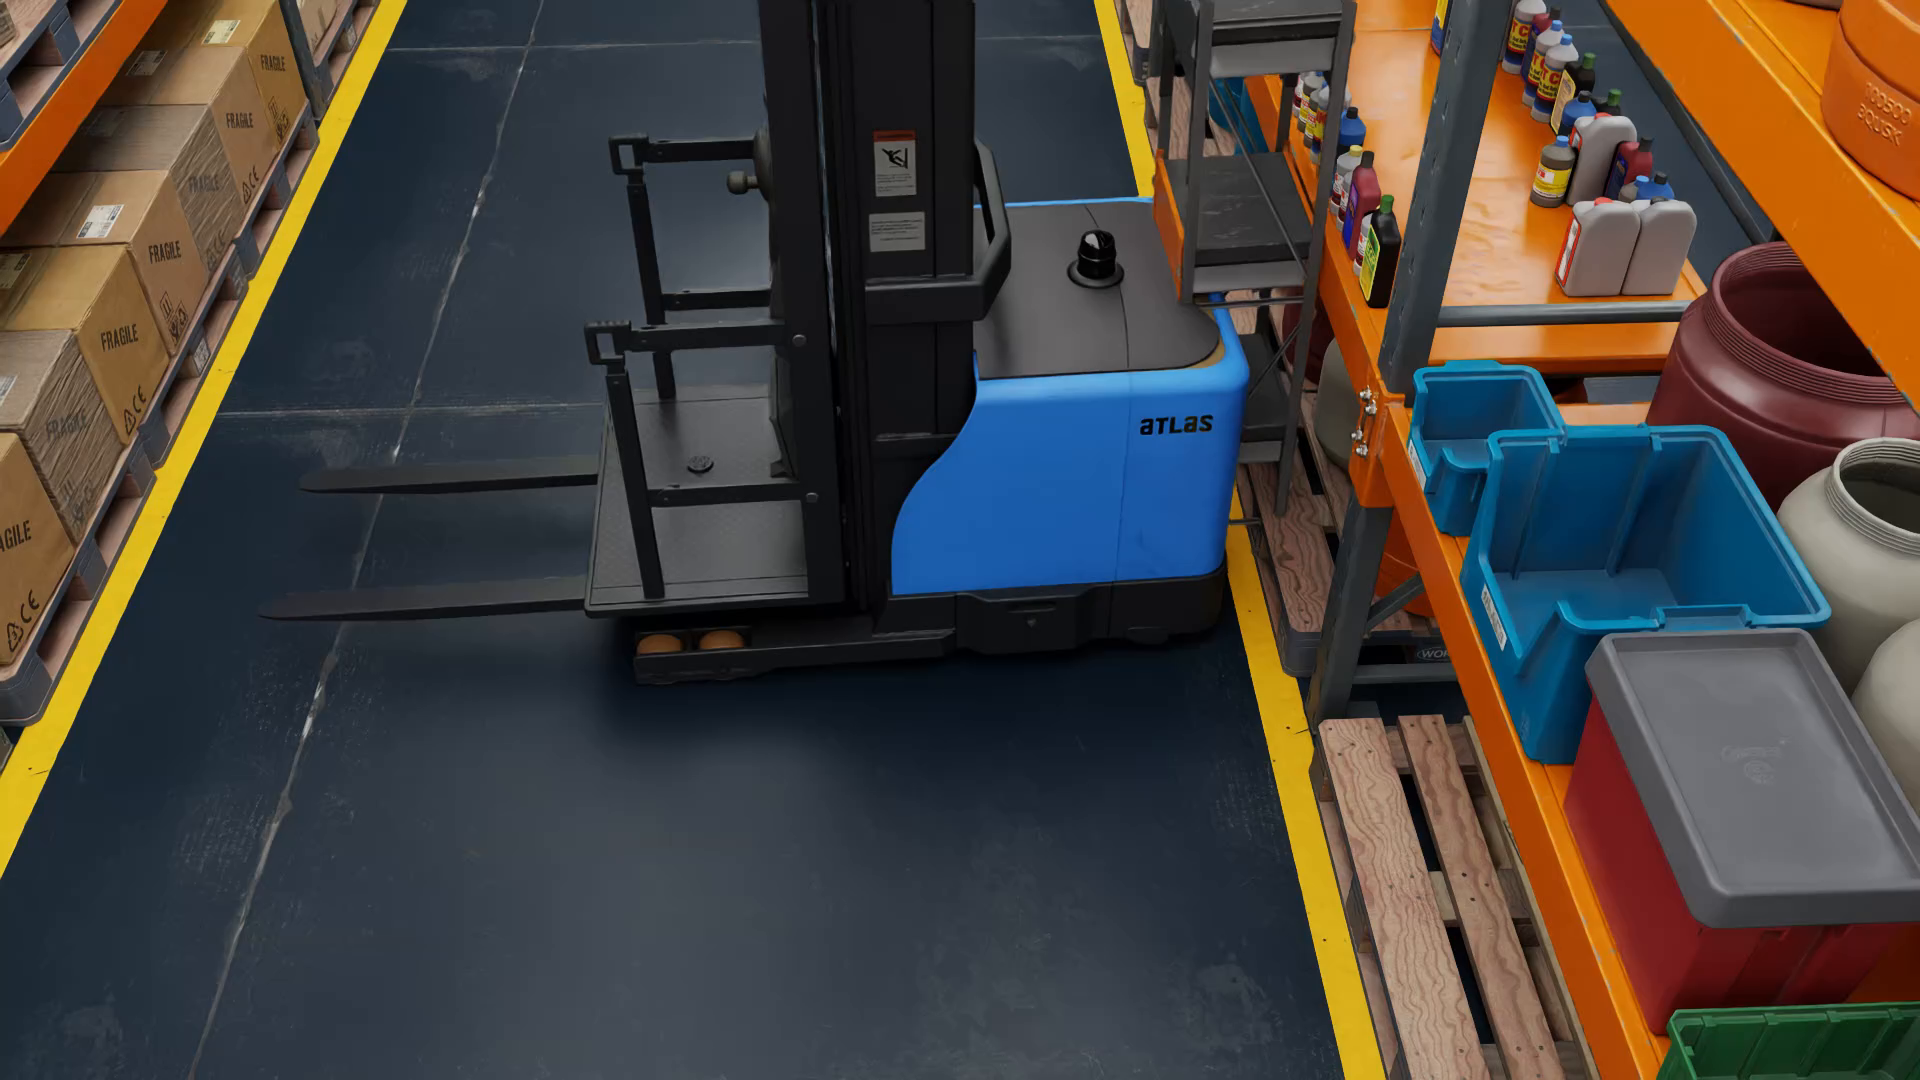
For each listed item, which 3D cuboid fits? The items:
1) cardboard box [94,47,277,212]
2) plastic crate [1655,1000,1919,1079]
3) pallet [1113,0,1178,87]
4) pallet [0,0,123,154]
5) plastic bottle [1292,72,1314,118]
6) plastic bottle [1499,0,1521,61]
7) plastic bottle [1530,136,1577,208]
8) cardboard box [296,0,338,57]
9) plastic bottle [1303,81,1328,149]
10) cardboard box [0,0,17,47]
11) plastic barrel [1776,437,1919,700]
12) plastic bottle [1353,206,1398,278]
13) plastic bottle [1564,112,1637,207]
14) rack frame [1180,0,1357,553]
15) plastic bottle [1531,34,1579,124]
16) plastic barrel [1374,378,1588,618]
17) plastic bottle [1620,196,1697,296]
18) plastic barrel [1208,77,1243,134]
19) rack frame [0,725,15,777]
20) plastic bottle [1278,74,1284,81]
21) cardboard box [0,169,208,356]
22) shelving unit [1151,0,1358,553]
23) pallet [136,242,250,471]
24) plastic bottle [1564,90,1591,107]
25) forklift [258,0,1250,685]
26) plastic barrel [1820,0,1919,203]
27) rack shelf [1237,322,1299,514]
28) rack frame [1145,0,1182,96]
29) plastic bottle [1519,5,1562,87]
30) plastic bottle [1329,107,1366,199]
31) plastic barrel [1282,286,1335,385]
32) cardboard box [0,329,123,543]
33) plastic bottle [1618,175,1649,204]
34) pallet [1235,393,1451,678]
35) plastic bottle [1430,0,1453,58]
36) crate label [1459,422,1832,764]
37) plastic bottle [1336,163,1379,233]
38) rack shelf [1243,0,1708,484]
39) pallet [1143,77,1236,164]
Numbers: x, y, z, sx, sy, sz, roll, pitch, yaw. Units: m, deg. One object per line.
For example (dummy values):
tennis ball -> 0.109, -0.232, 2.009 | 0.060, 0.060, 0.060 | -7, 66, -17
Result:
cardboard box -> -3.223, -1.701, 6.910 | 0.500, 0.500, 0.500 | -2, 43, -2
plastic crate -> 1.390, 1.053, 2.538 | 0.450, 0.188, 0.662 | -2, 43, -2
pallet -> 1.336, -2.726, 8.568 | 1.003, 0.211, 1.213 | -2, 43, -2
pallet -> -3.460, -1.661, 5.484 | 1.003, 0.211, 1.213 | -2, 43, -2
plastic bottle -> 1.107, -1.440, 5.248 | 0.097, 0.201, 0.097 | 0, 43, 0
plastic bottle -> 1.822, -1.750, 5.531 | 0.152, 0.276, 0.135 | -2, 43, -2
plastic bottle -> 1.737, -1.082, 4.858 | 0.097, 0.201, 0.097 | 0, 43, 0
cardboard box -> -3.345, -2.579, 8.009 | 0.500, 0.311, 0.500 | -2, 43, -2
plastic bottle -> 1.116, -1.309, 5.105 | 0.097, 0.201, 0.097 | 0, 43, 0
cardboard box -> -3.360, -1.655, 4.951 | 0.700, 0.500, 0.500 | 6, 43, 6
plastic barrel -> 1.833, 0.089, 3.350 | 0.421, 0.512, 0.421 | 0, 43, 0
plastic bottle -> 1.146, -0.824, 4.576 | 0.097, 0.201, 0.097 | 0, 43, 0
plastic bottle -> 1.861, -1.126, 4.850 | 0.152, 0.276, 0.135 | -2, 43, -2
rack frame -> 0.845, -0.692, 4.895 | 0.400, 2.100, 0.015 | -4, 45, -1
plastic bottle -> 1.868, -1.449, 5.207 | 0.097, 0.271, 0.097 | 0, 43, 0
plastic barrel -> 1.538, -0.243, 5.090 | 0.600, 0.830, 0.708 | -2, 43, -2
plastic bottle -> 1.881, -0.814, 4.510 | 0.152, 0.276, 0.135 | -2, 43, -2
plastic barrel -> 1.412, -2.272, 7.251 | 0.600, 0.901, 0.708 | -2, 43, -2
rack frame -> -3.373, -0.419, 3.987 | 1.000, 3.000, 0.127 | -2, 43, -2
plastic bottle -> 1.119, -1.681, 5.401 | 0.144, 0.351, 0.185 | -2, 43, -2
cardboard box -> -3.178, -1.019, 6.166 | 0.500, 0.500, 0.500 | -3, 43, -3
shelving unit -> 0.828, -0.865, 5.067 | 0.431, 2.100, 0.503 | -4, 45, -1
pallet -> -3.416, -0.717, 6.376 | 1.003, 0.211, 1.213 | -2, 43, -2
plastic bottle -> 1.878, -1.268, 5.060 | 0.097, 0.201, 0.097 | 0, 43, 0
forklift -> -0.705, -0.998, 4.670 | 3.031, 2.935, 1.130 | -3, 43, -4
plastic barrel -> 1.422, -0.820, 1.887 | 0.600, 0.830, 0.708 | -2, 43, -2
rack shelf -> 0.855, -0.363, 5.573 | 0.431, 0.518, 0.480 | -4, 45, -1
rack frame -> 1.406, -3.259, 7.085 | 1.000, 3.000, 0.127 | -2, 43, -2
plastic bottle -> 1.877, -1.598, 5.360 | 0.061, 0.283, 0.133 | -2, 43, -2
plastic bottle -> 1.128, -1.137, 4.866 | 0.097, 0.271, 0.097 | 0, 43, 0
plastic barrel -> 1.490, -0.916, 6.003 | 0.600, 0.588, 0.708 | -2, 43, -2
cardboard box -> -3.135, -0.328, 5.412 | 0.500, 0.500, 0.500 | -3, 43, -3
plastic bottle -> 1.899, -0.931, 4.693 | 0.097, 0.201, 0.097 | 0, 43, 0
pallet -> 1.501, -0.061, 5.661 | 1.003, 0.211, 1.213 | -2, 43, -2
plastic bottle -> 1.673, -1.790, 5.520 | 0.144, 0.351, 0.185 | -2, 43, -2
crate label -> 1.348, 0.107, 3.387 | 0.502, 0.435, 0.616 | -2, 43, -2
plastic bottle -> 1.136, -0.980, 4.746 | 0.097, 0.201, 0.097 | 0, 43, 0
rack shelf -> 1.491, -1.643, 5.855 | 1.077, 0.370, 4.000 | -2, 43, -2
pallet -> 1.397, -1.708, 7.458 | 1.003, 0.211, 1.213 | -2, 43, -2
